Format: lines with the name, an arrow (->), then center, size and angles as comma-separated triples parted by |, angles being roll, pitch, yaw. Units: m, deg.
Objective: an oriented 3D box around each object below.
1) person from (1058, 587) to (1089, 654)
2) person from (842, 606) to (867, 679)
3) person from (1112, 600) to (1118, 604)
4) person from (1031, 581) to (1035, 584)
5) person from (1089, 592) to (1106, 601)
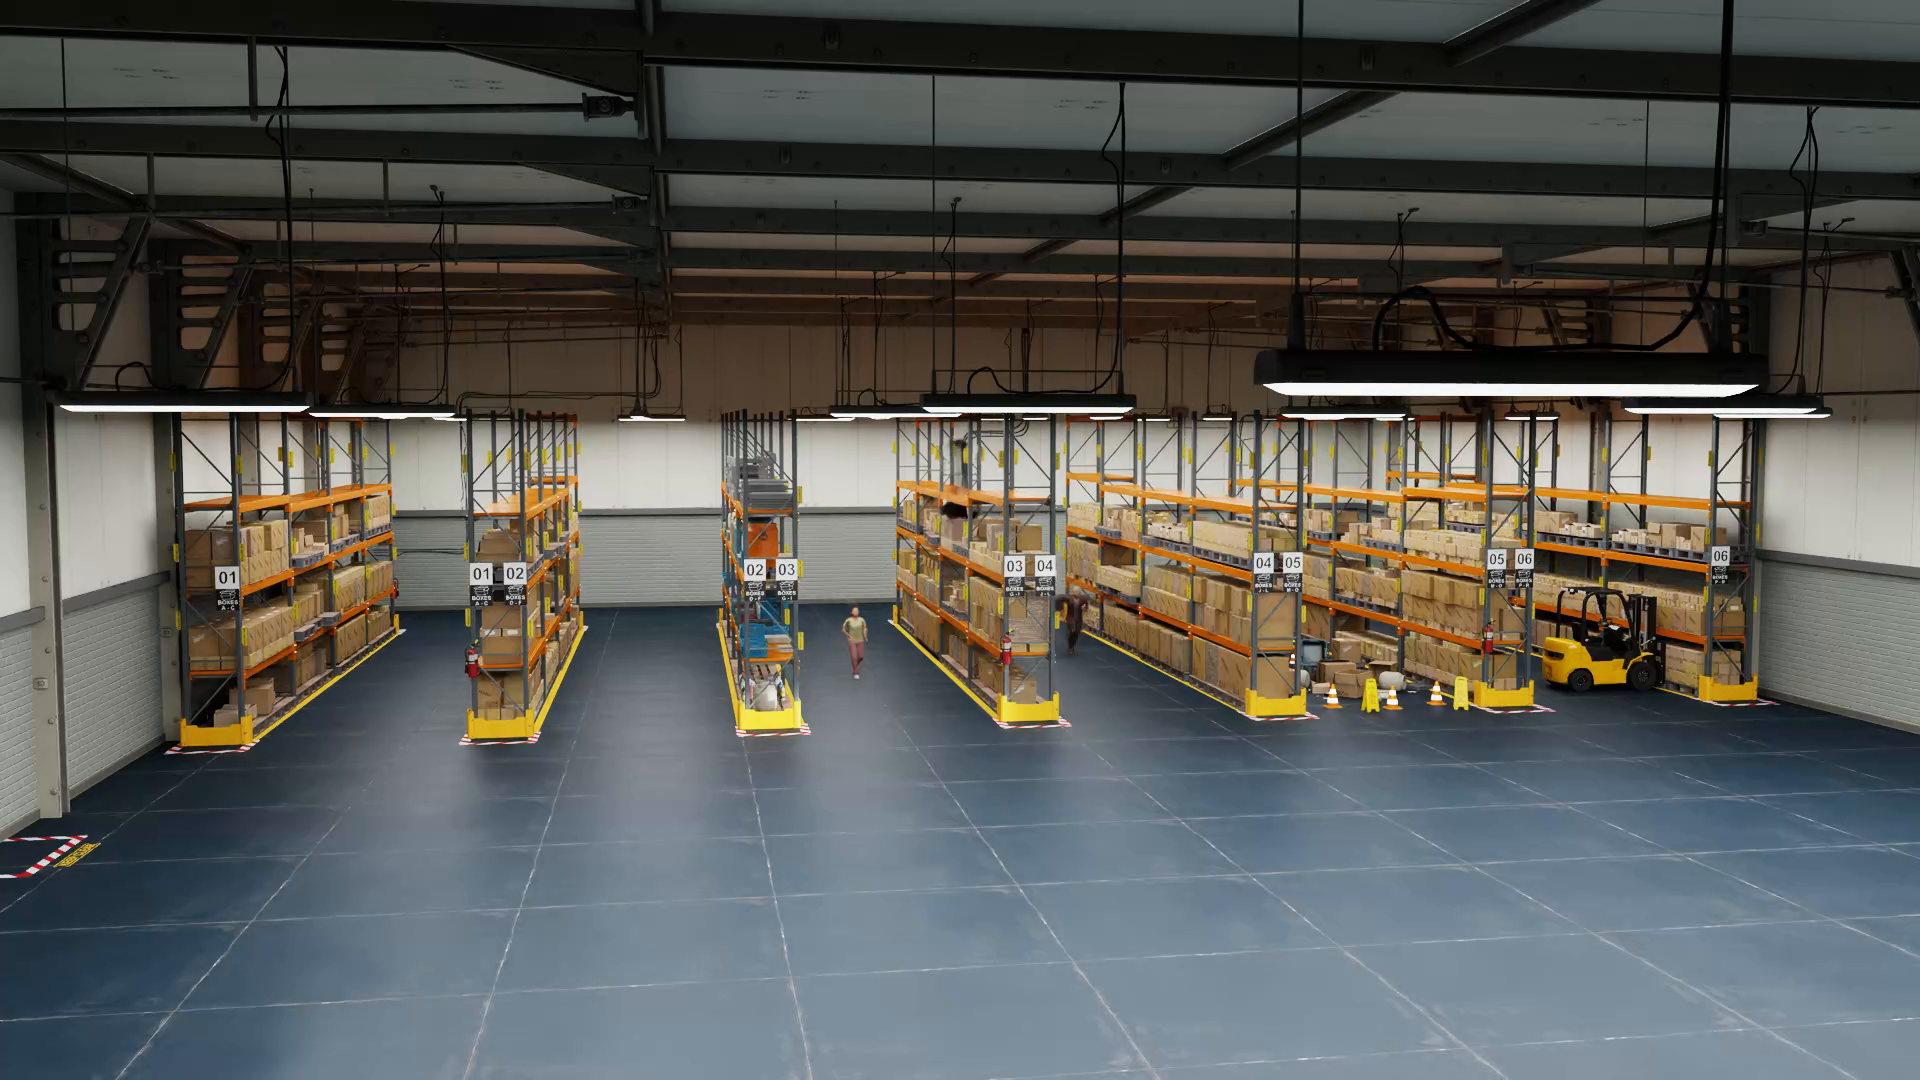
person -> 2.817, 2.067, 41.097 | 0.691, 1.486, 0.893 | -1, 4, -16
person -> -2.369, 2.300, 37.551 | 0.581, 1.630, 0.566 | -1, 4, -16
person -> 4.757, 1.325, 50.589 | 0.596, 1.741, 0.685 | -2, 5, -30
person -> 2.128, 1.543, 48.249 | 0.610, 1.743, 0.749 | 0, 4, 3
person -> 4.133, 1.411, 49.588 | 0.578, 1.808, 0.726 | 1, 4, 18
